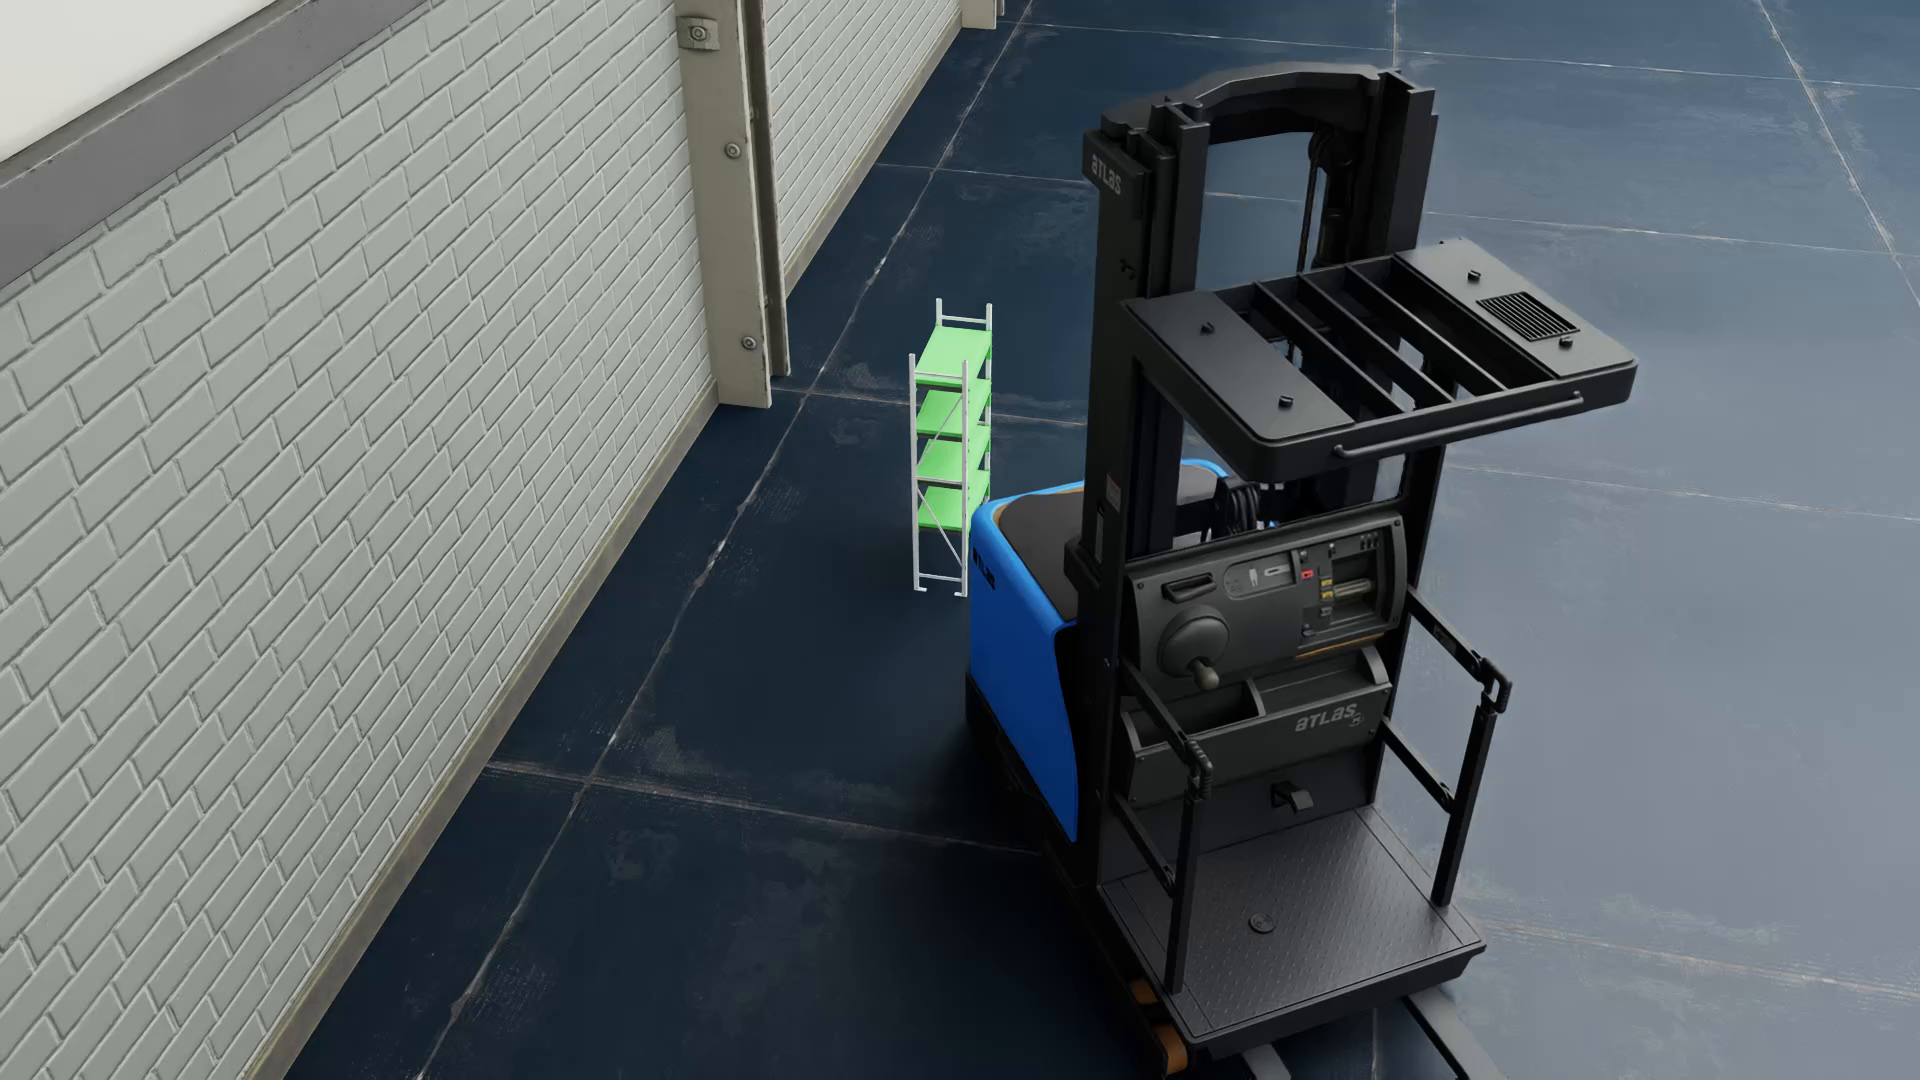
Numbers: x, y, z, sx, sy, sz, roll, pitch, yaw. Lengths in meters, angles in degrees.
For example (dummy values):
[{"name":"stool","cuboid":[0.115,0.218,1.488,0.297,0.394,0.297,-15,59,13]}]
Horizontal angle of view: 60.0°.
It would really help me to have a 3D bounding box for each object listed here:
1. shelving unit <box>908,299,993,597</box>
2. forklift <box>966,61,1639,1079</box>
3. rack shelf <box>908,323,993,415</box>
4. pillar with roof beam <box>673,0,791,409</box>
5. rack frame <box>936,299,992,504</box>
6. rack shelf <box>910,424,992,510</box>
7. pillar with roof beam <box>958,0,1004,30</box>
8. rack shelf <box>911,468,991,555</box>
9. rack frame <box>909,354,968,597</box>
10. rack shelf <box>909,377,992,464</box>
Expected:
[{"name":"shelving unit","cuboid":[-0.035,-0.391,7.267,0.258,1.200,0.503,7,37,10]},{"name":"forklift","cuboid":[1.029,0.255,4.900,1.130,2.935,3.031,-13,38,-17]},{"name":"rack shelf","cuboid":[-0.035,-0.728,7.023,0.258,0.148,0.480,7,37,10]},{"name":"pillar with roof beam","cuboid":[3.096,-3.925,5.497,9.100,9.000,0.400,7,37,10]},{"name":"rack frame","cuboid":[0.017,-0.531,7.460,0.240,1.200,0.015,7,37,10]},{"name":"rack shelf","cuboid":[-0.035,-0.339,7.304,0.258,0.148,0.480,7,37,10]},{"name":"pillar with roof beam","cuboid":[4.378,-7.364,10.243,9.100,9.000,0.400,7,37,10]},{"name":"rack shelf","cuboid":[-0.035,-0.145,7.445,0.258,0.148,0.480,7,37,10]},{"name":"rack frame","cuboid":[-0.087,-0.251,7.074,0.240,1.200,0.015,7,37,10]},{"name":"rack shelf","cuboid":[-0.035,-0.534,7.164,0.258,0.148,0.480,7,37,10]}]
